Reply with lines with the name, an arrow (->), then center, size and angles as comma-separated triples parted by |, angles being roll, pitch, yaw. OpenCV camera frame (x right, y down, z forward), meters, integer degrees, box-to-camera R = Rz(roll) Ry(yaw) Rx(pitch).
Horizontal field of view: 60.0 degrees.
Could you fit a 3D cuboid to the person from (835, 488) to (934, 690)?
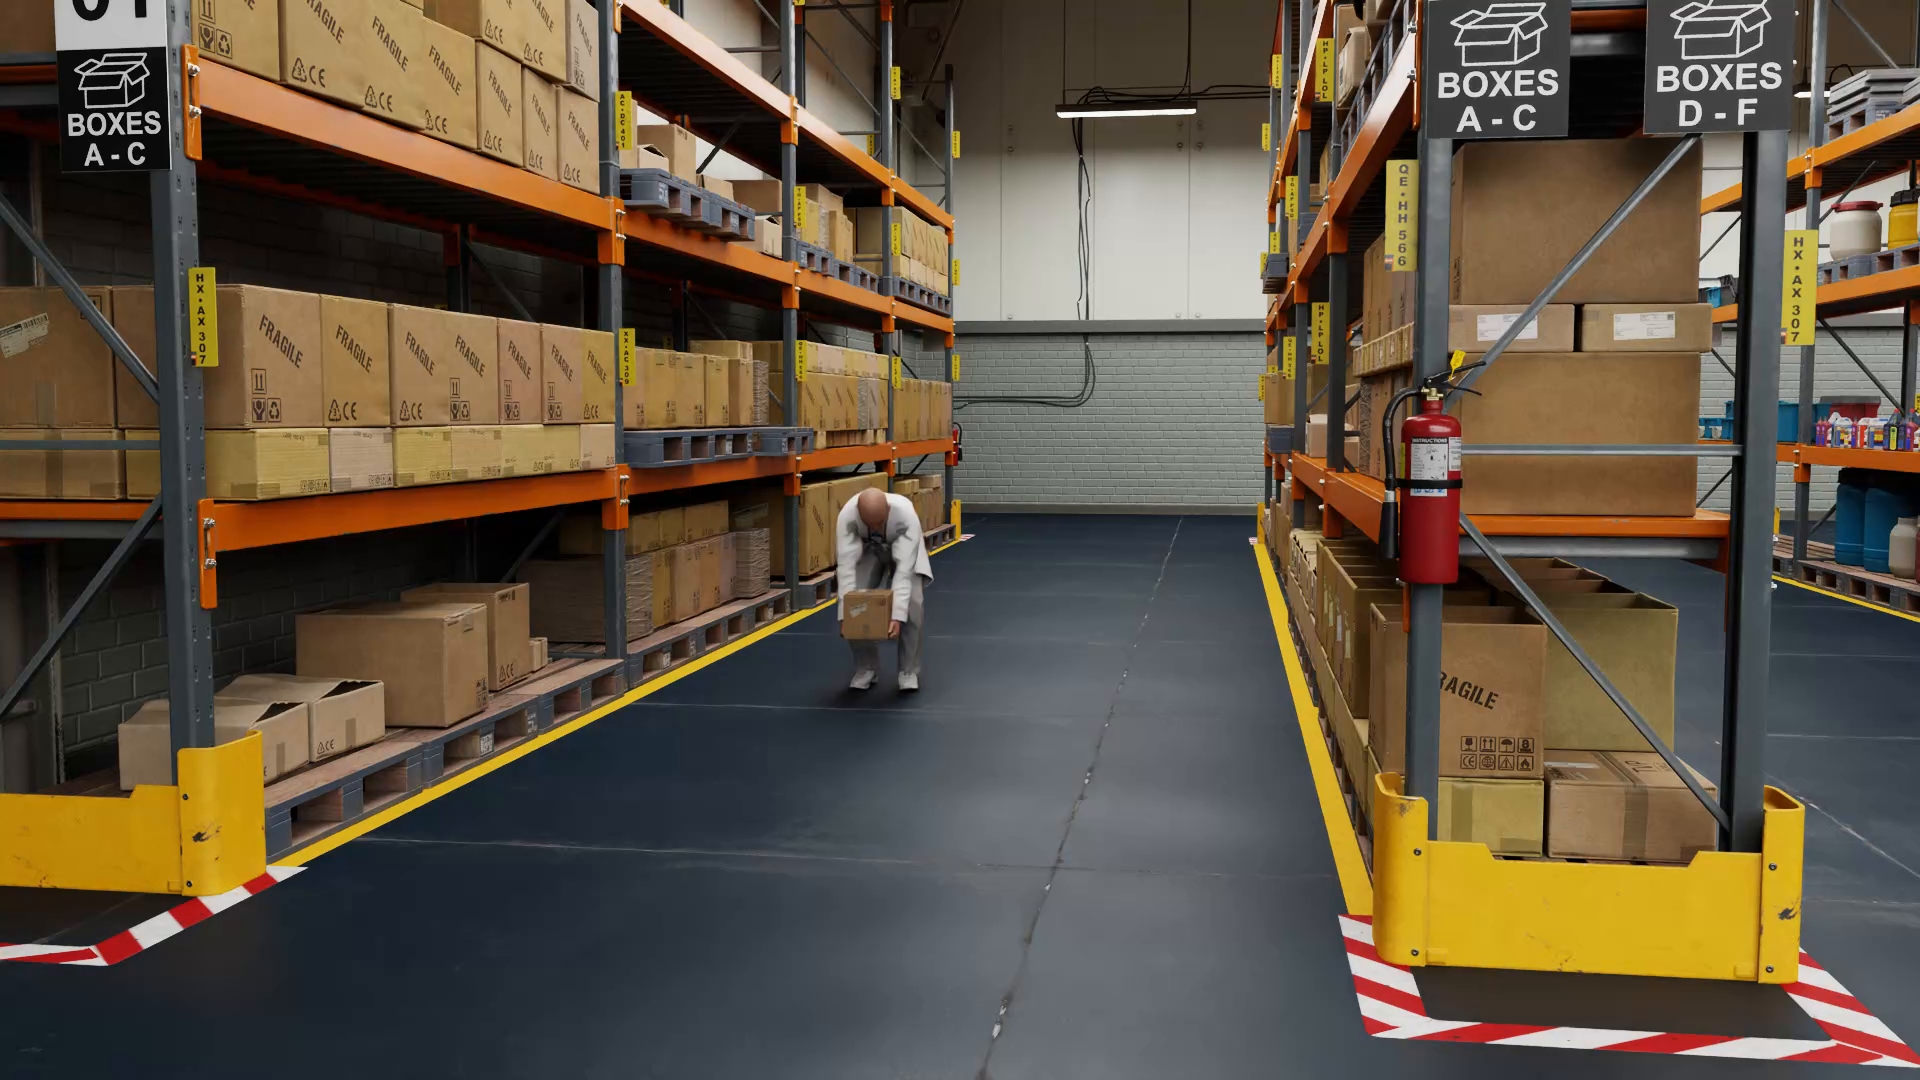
person -> -0.461, 0.284, 9.614 | 0.578, 1.207, 0.927 | 0, 4, 6
